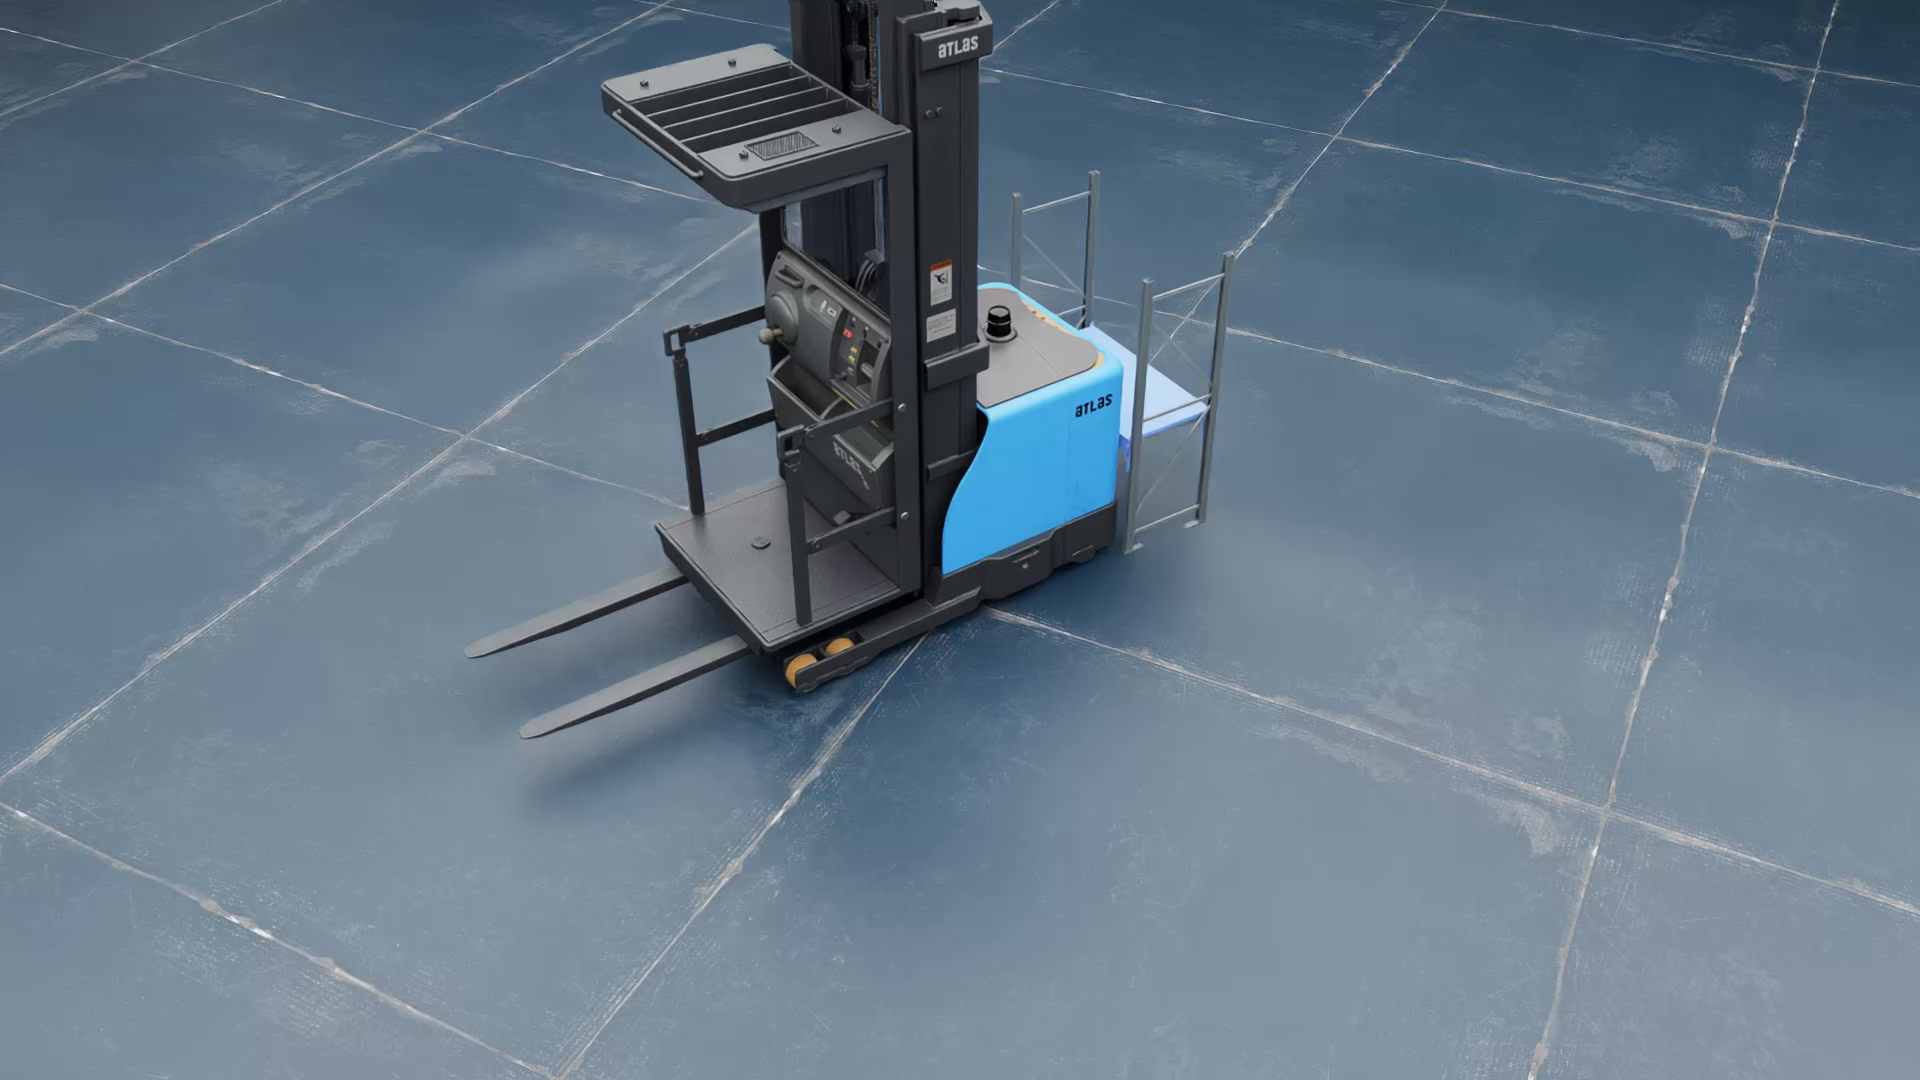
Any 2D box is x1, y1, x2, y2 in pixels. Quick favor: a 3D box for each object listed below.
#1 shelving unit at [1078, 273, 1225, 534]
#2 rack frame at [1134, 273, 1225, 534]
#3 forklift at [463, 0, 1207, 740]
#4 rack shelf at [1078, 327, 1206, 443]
[{"bbox_3d":[0.755,-0.865,8.169,0.475,1.308,0.991,-21,42,-26],"label":"shelving unit"},{"bbox_3d":[1.019,-0.617,7.841,0.475,1.308,0.013,-21,42,-26],"label":"rack frame"},{"bbox_3d":[-8.475,-1.242,6.931,16.613,3.598,10.237,-23,43,-27],"label":"forklift"},{"bbox_3d":[0.743,-0.770,8.261,0.459,0.062,0.952,-21,42,-26],"label":"rack shelf"}]
